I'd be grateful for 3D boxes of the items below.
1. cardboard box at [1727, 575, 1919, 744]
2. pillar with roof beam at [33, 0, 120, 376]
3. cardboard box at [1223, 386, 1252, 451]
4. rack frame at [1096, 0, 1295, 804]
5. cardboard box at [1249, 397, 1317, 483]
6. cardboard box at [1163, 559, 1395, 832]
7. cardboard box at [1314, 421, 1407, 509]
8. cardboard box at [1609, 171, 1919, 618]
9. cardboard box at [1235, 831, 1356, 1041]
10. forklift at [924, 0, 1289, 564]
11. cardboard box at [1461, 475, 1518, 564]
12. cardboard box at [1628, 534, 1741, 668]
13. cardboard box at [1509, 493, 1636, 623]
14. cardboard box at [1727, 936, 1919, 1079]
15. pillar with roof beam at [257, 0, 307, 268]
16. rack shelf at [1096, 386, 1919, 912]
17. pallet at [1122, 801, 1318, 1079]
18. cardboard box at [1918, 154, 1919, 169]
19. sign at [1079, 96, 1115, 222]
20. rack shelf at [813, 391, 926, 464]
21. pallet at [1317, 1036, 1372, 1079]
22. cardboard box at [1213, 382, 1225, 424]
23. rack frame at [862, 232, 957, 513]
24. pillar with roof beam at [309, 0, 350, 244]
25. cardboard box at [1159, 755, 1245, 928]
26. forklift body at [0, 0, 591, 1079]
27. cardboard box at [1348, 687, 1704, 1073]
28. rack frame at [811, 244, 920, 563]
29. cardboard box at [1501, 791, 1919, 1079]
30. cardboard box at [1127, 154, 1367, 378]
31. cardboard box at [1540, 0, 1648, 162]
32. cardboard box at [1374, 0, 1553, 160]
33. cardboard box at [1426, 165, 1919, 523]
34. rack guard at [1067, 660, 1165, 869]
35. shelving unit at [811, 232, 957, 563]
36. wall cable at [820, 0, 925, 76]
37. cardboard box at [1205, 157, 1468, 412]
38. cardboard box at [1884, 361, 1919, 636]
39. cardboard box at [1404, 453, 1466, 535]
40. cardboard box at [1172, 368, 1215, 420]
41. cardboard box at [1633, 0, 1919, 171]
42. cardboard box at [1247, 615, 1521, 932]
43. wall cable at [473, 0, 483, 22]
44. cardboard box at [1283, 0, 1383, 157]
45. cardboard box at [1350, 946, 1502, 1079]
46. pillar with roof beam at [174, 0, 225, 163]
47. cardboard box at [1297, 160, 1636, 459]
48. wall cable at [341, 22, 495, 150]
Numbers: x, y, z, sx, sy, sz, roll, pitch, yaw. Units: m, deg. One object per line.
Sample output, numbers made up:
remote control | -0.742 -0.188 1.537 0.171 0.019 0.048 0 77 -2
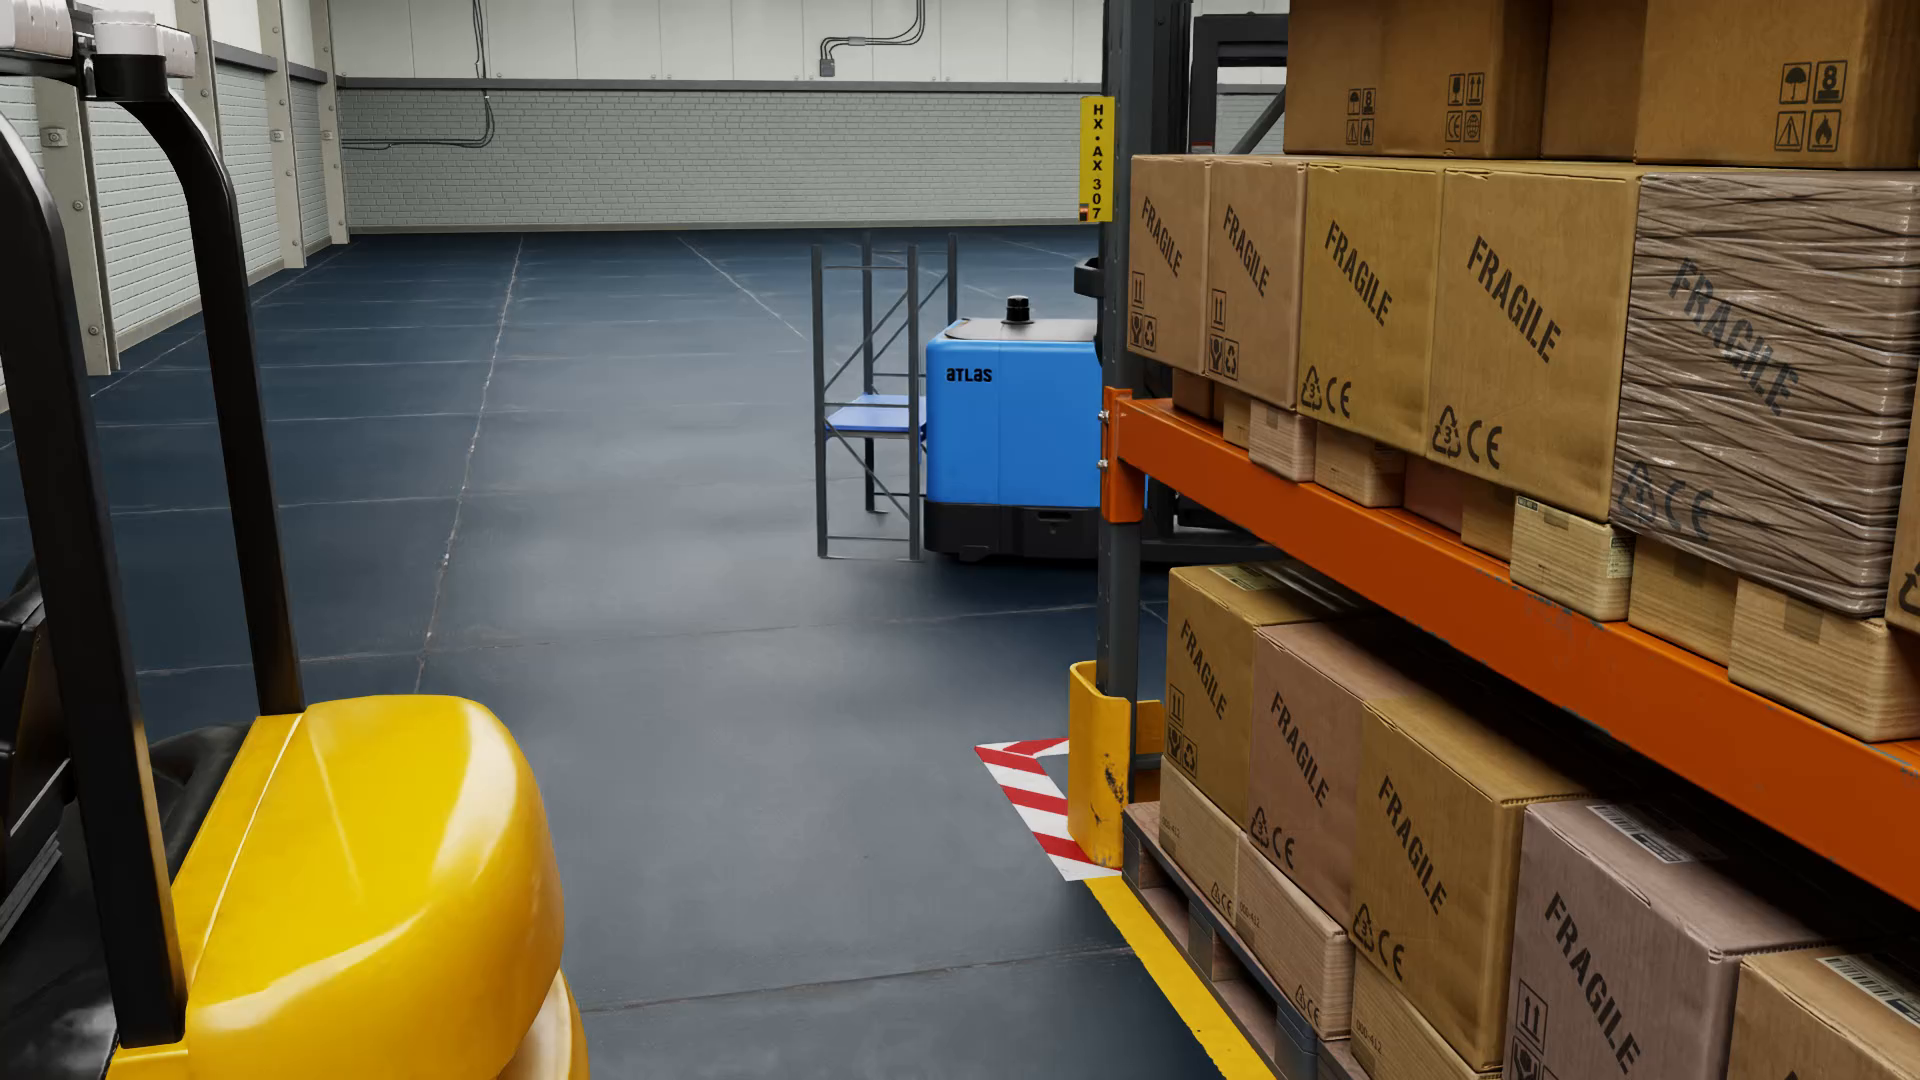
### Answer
cardboard box | 1.221 0.130 2.102 0.380 0.149 0.250 -3 14 -14
pillar with roof beam | -3.275 -6.057 14.259 9.100 9.000 0.400 -3 14 -13
cardboard box | 0.830 -0.288 3.815 0.380 0.149 0.250 -4 14 -15
rack frame | 0.895 -0.623 4.657 1.000 3.000 0.127 -3 14 -13
cardboard box | 0.845 -0.227 3.565 0.380 0.149 0.250 -3 14 -12
cardboard box | 0.822 0.351 3.997 0.500 0.500 0.500 -4 14 -15
cardboard box | 0.939 -0.169 3.328 0.380 0.149 0.250 -3 14 -12
cardboard box | 1.235 -0.220 2.169 0.500 0.500 0.500 -3 14 -12
cardboard box | 0.928 0.828 3.625 0.500 0.250 0.500 -3 14 -11
forklift | 1.387 -1.370 7.858 3.031 2.935 1.130 2 14 8
cardboard box | 1.092 -0.049 2.836 0.380 0.149 0.250 -4 14 -15
cardboard box | 1.190 0.070 2.351 0.380 0.149 0.250 -4 14 -14
cardboard box | 1.094 0.012 2.585 0.380 0.149 0.250 -3 14 -13
cardboard box | 1.314 0.828 2.045 0.500 0.500 0.500 -3 14 -12
pillar with roof beam | -6.093 -8.826 25.590 9.100 9.000 0.400 -3 14 -13
rack shelf | 1.365 0.188 2.854 1.077 0.370 4.000 -3 14 -13
pallet | 1.069 0.938 4.141 1.003 0.211 1.213 -3 14 -13
cardboard box | 1.752 -0.729 2.147 0.700 0.500 0.500 -4 14 -14
sign | 0.368 -1.013 4.430 0.100 0.325 0.005 -3 14 -13
rack shelf | -0.352 -0.577 8.388 0.538 0.185 1.000 2 14 10
pallet | 1.352 1.219 2.991 1.003 0.211 1.213 -3 14 -13
cardboard box | 0.847 -0.354 4.084 0.380 0.149 0.250 -3 14 -12
rack frame | -0.263 -0.871 8.831 0.500 1.500 0.032 2 14 10
pillar with roof beam | -7.503 -10.210 31.256 9.100 9.000 0.400 -3 14 -13
cardboard box | 0.816 0.710 4.109 0.500 0.250 0.500 -3 14 -14
forklift body | -1.710 0.403 2.247 2.313 2.155 1.214 -3 14 -13
cardboard box | 1.059 0.588 3.029 0.500 0.500 0.500 -3 14 -12
rack frame | -0.442 -0.633 7.859 0.500 1.500 0.032 2 14 10
cardboard box | 1.193 0.711 2.526 0.500 0.500 0.500 -3 14 -10
cardboard box | 0.737 -0.691 4.099 0.500 0.500 0.500 -4 14 -14
cardboard box | 1.559 -0.967 3.121 0.700 0.500 0.500 -3 14 -14
cardboard box | 1.339 -1.079 3.579 0.700 0.500 0.500 -3 14 -13
cardboard box | 1.110 -0.338 2.652 0.500 0.500 0.500 -4 14 -14
rack guard | 0.913 0.609 4.882 1.175 0.500 0.348 -3 14 -13
shelving unit | -0.352 -0.752 8.345 0.538 1.500 1.048 2 14 10
wall cable | -1.862 -12.901 35.105 2.305 6.003 0.169 -3 14 -13
cardboard box | 0.861 -0.572 3.611 0.500 0.500 0.500 -3 14 -11
cardboard box | 1.361 -0.100 1.680 0.500 0.500 0.500 -3 14 -11
cardboard box | 1.059 -0.111 3.092 0.380 0.149 0.250 -3 14 -11
cardboard box | 0.774 -0.411 4.319 0.380 0.149 0.250 -3 14 -13
cardboard box | 1.541 -0.844 2.618 0.700 0.500 0.500 -3 14 -14
cardboard box | 0.949 0.472 3.505 0.500 0.500 0.500 -4 14 -15
wall cable | -8.464 -11.819 33.744 3.097 2.526 0.112 -3 14 -13
cardboard box | 1.227 -1.196 4.059 0.700 0.500 0.500 -4 14 -15
cardboard box | 1.069 0.954 3.113 0.500 0.250 0.500 -2 14 -9
pillar with roof beam | -4.684 -7.441 19.925 9.100 9.000 0.400 -3 14 -13
cardboard box | 0.982 -0.455 3.130 0.500 0.500 0.500 -4 14 -14
wall cable | -11.094 -9.215 33.726 3.097 2.526 0.112 -3 14 -13
